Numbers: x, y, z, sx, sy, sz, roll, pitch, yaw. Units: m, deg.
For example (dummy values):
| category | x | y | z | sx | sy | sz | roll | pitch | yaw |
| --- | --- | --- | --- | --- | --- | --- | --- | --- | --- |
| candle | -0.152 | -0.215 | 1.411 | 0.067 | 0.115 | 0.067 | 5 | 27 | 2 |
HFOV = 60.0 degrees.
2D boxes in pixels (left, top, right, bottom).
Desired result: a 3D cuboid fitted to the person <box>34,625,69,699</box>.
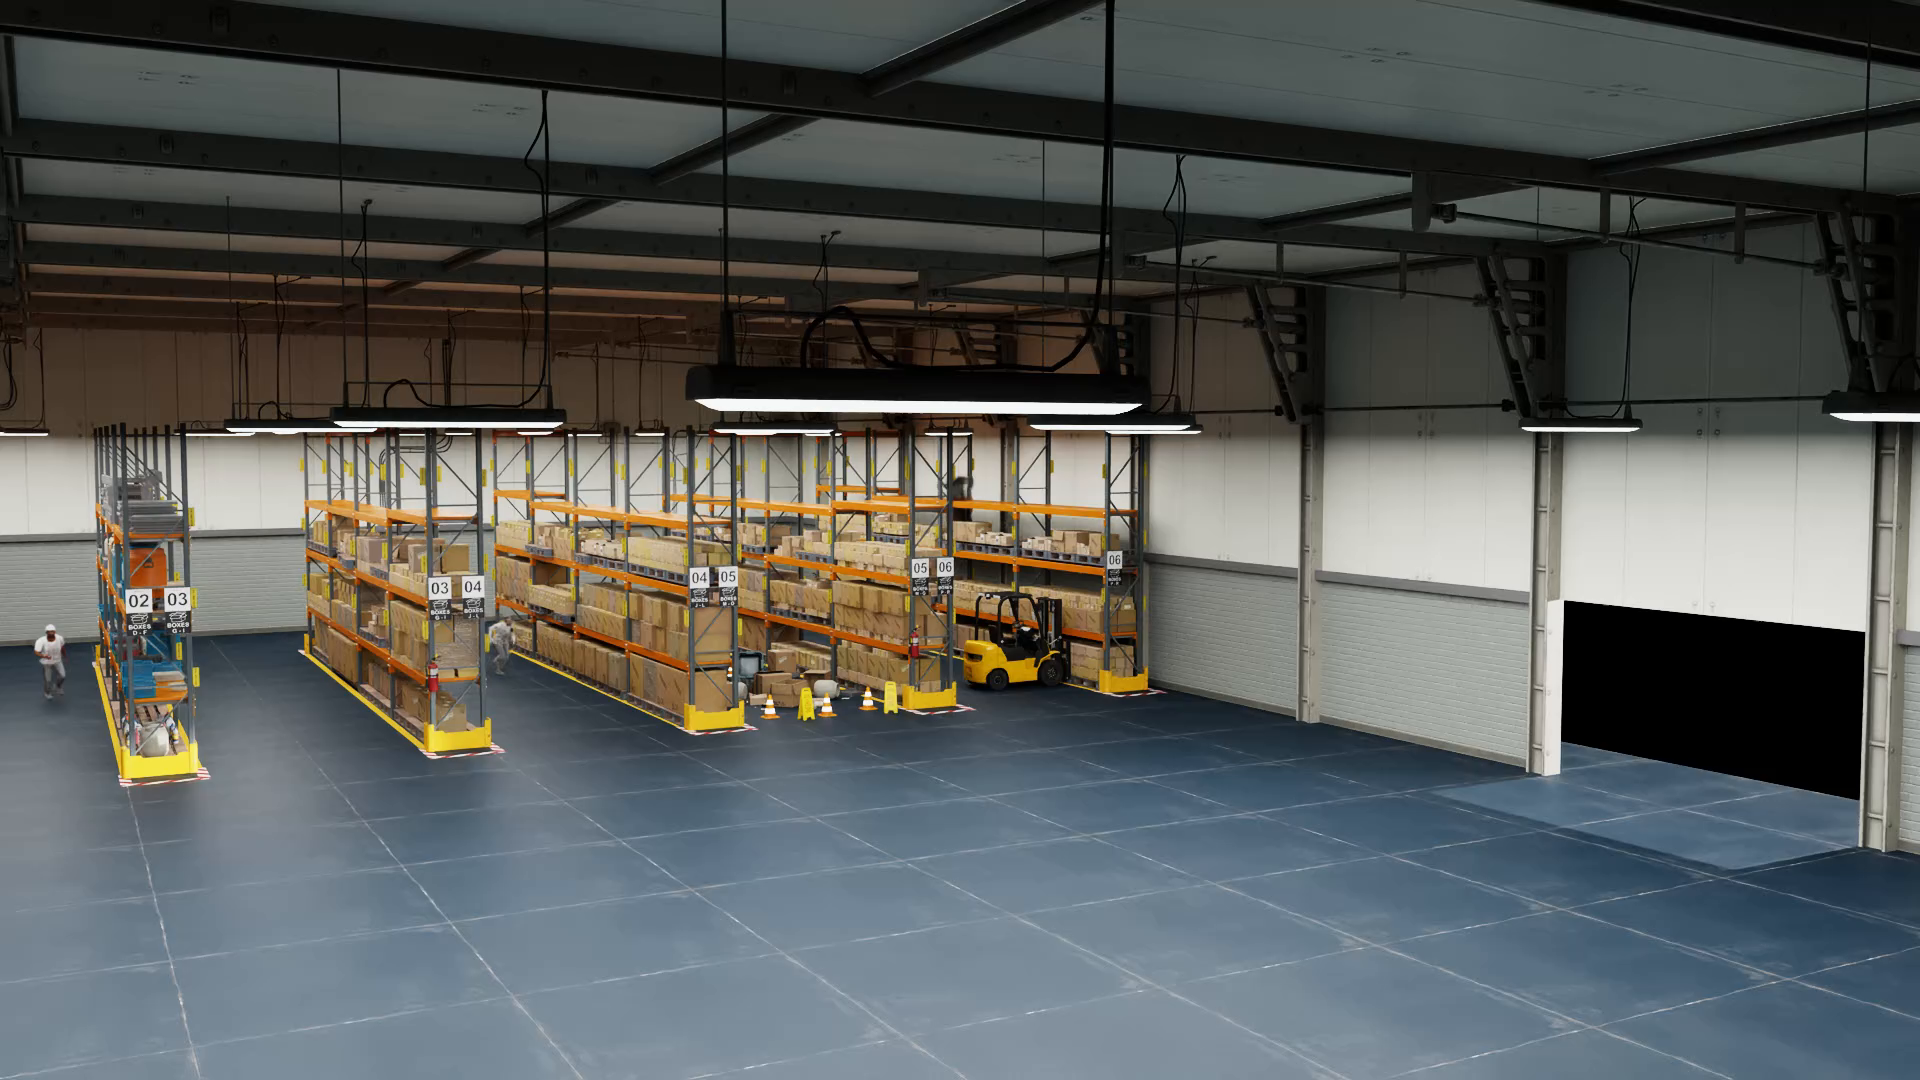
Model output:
| category | x | y | z | sx | sy | sz | roll | pitch | yaw |
| --- | --- | --- | --- | --- | --- | --- | --- | --- | --- |
| person | -19.864 | 2.675 | 36.399 | 0.744 | 1.675 | 0.908 | -3 | 5 | -42 |

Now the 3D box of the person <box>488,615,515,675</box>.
| category | x | y | z | sx | sy | sz | roll | pitch | yaw |
| --- | --- | --- | --- | --- | --- | --- | --- | --- | --- |
| person | -11.103 | 2.547 | 40.299 | 0.750 | 1.492 | 0.647 | 3 | 5 | 44 |
